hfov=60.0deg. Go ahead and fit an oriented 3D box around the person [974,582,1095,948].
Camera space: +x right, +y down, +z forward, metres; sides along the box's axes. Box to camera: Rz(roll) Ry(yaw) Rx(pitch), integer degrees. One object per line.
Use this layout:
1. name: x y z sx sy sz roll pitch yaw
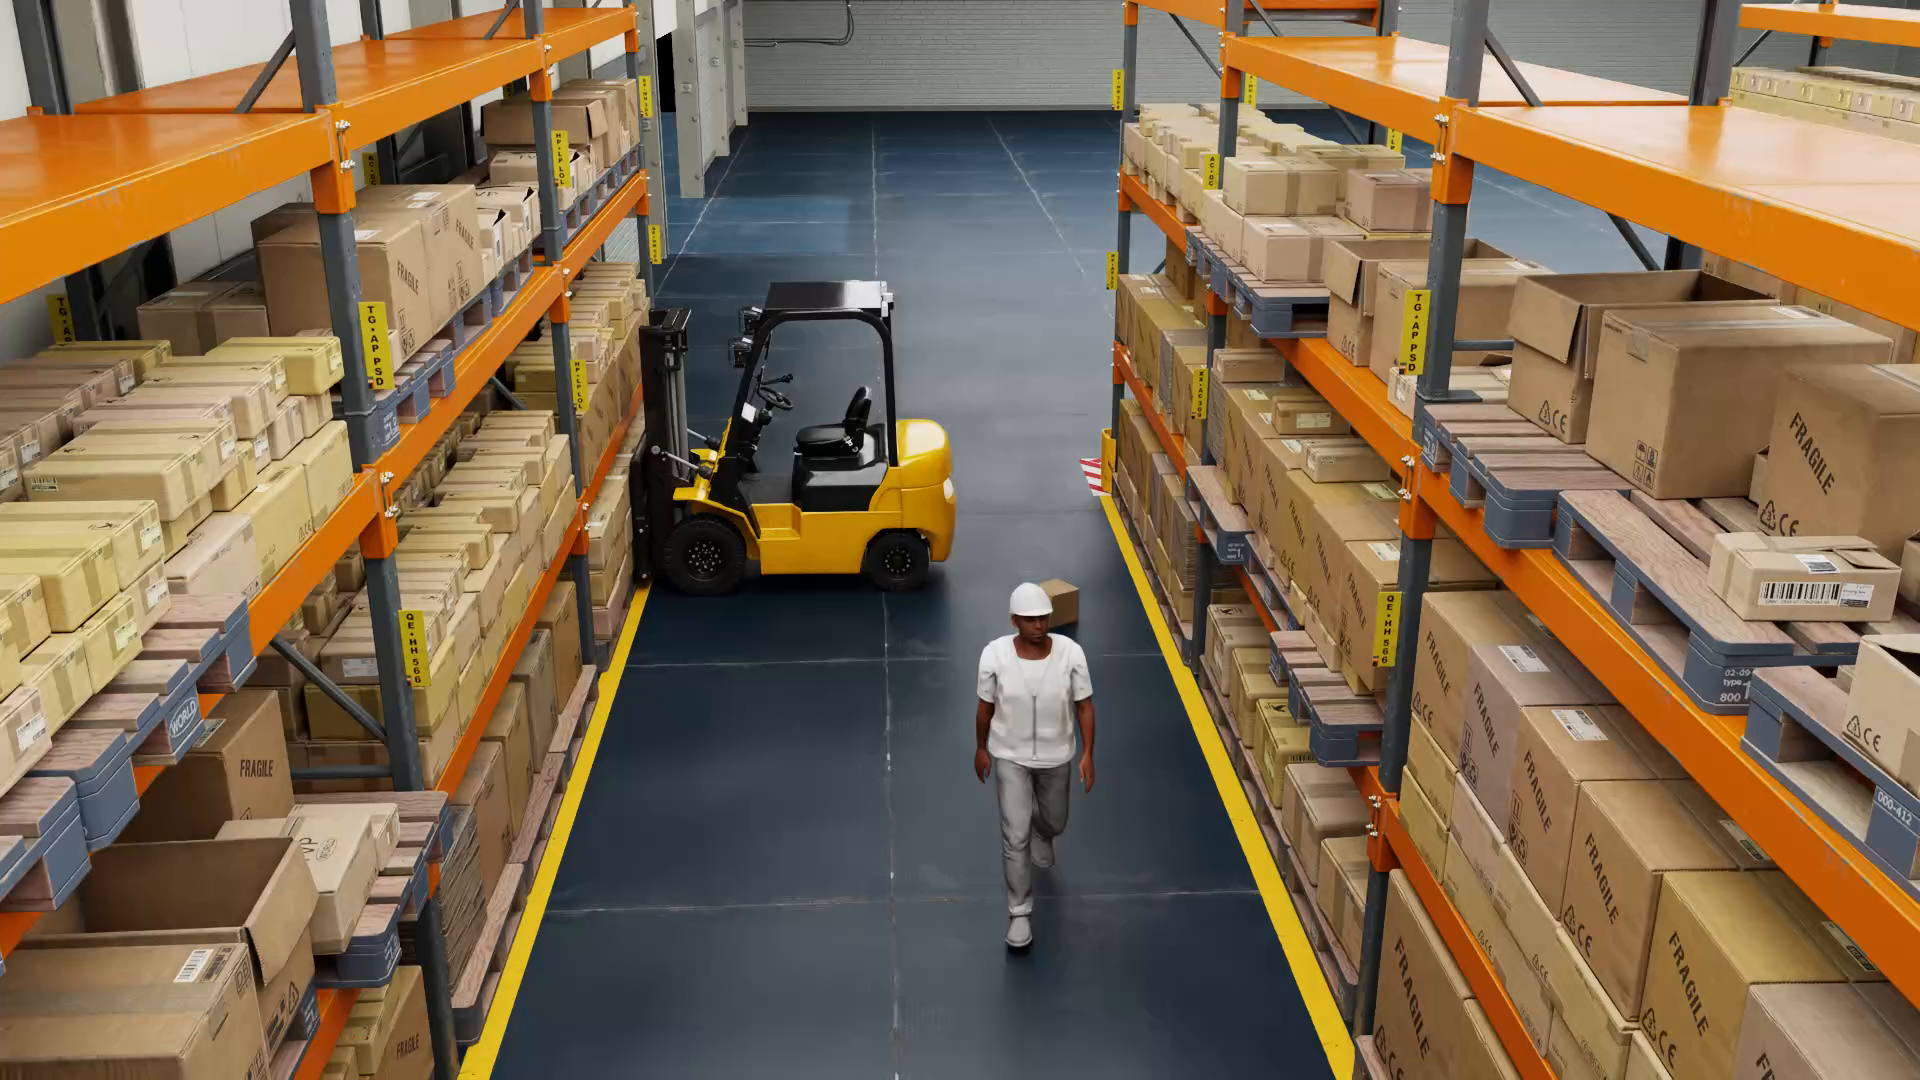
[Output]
1. person: 0.371 1.043 8.216 0.588 1.735 0.933 -1 20 -3
